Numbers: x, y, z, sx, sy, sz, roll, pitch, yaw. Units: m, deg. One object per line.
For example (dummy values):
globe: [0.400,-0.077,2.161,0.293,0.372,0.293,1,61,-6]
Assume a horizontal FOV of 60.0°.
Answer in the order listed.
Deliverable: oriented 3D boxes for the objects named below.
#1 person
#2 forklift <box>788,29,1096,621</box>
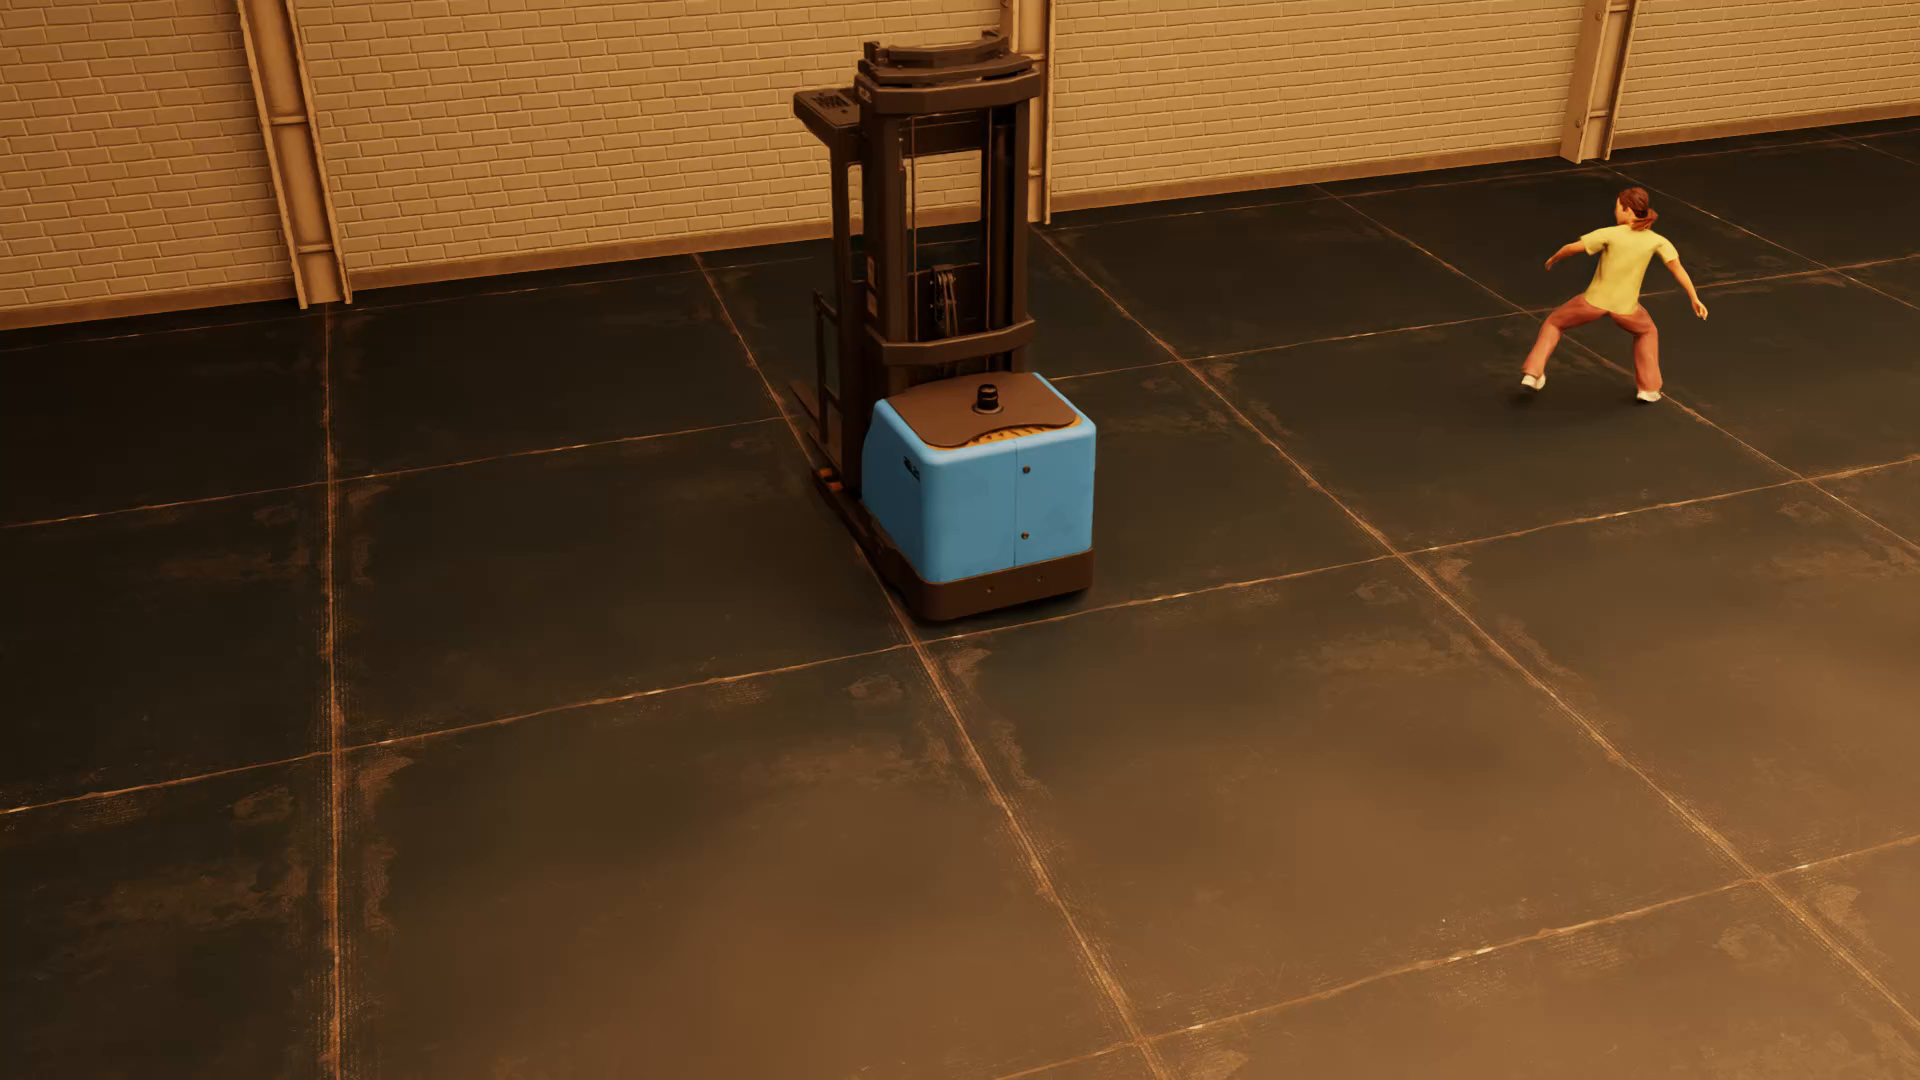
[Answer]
person: [4.505,-1.616,11.383,1.096,1.581,0.541,9,31,15]
forklift: [-0.286,-1.543,9.768,1.130,2.935,3.031,-12,32,-20]
